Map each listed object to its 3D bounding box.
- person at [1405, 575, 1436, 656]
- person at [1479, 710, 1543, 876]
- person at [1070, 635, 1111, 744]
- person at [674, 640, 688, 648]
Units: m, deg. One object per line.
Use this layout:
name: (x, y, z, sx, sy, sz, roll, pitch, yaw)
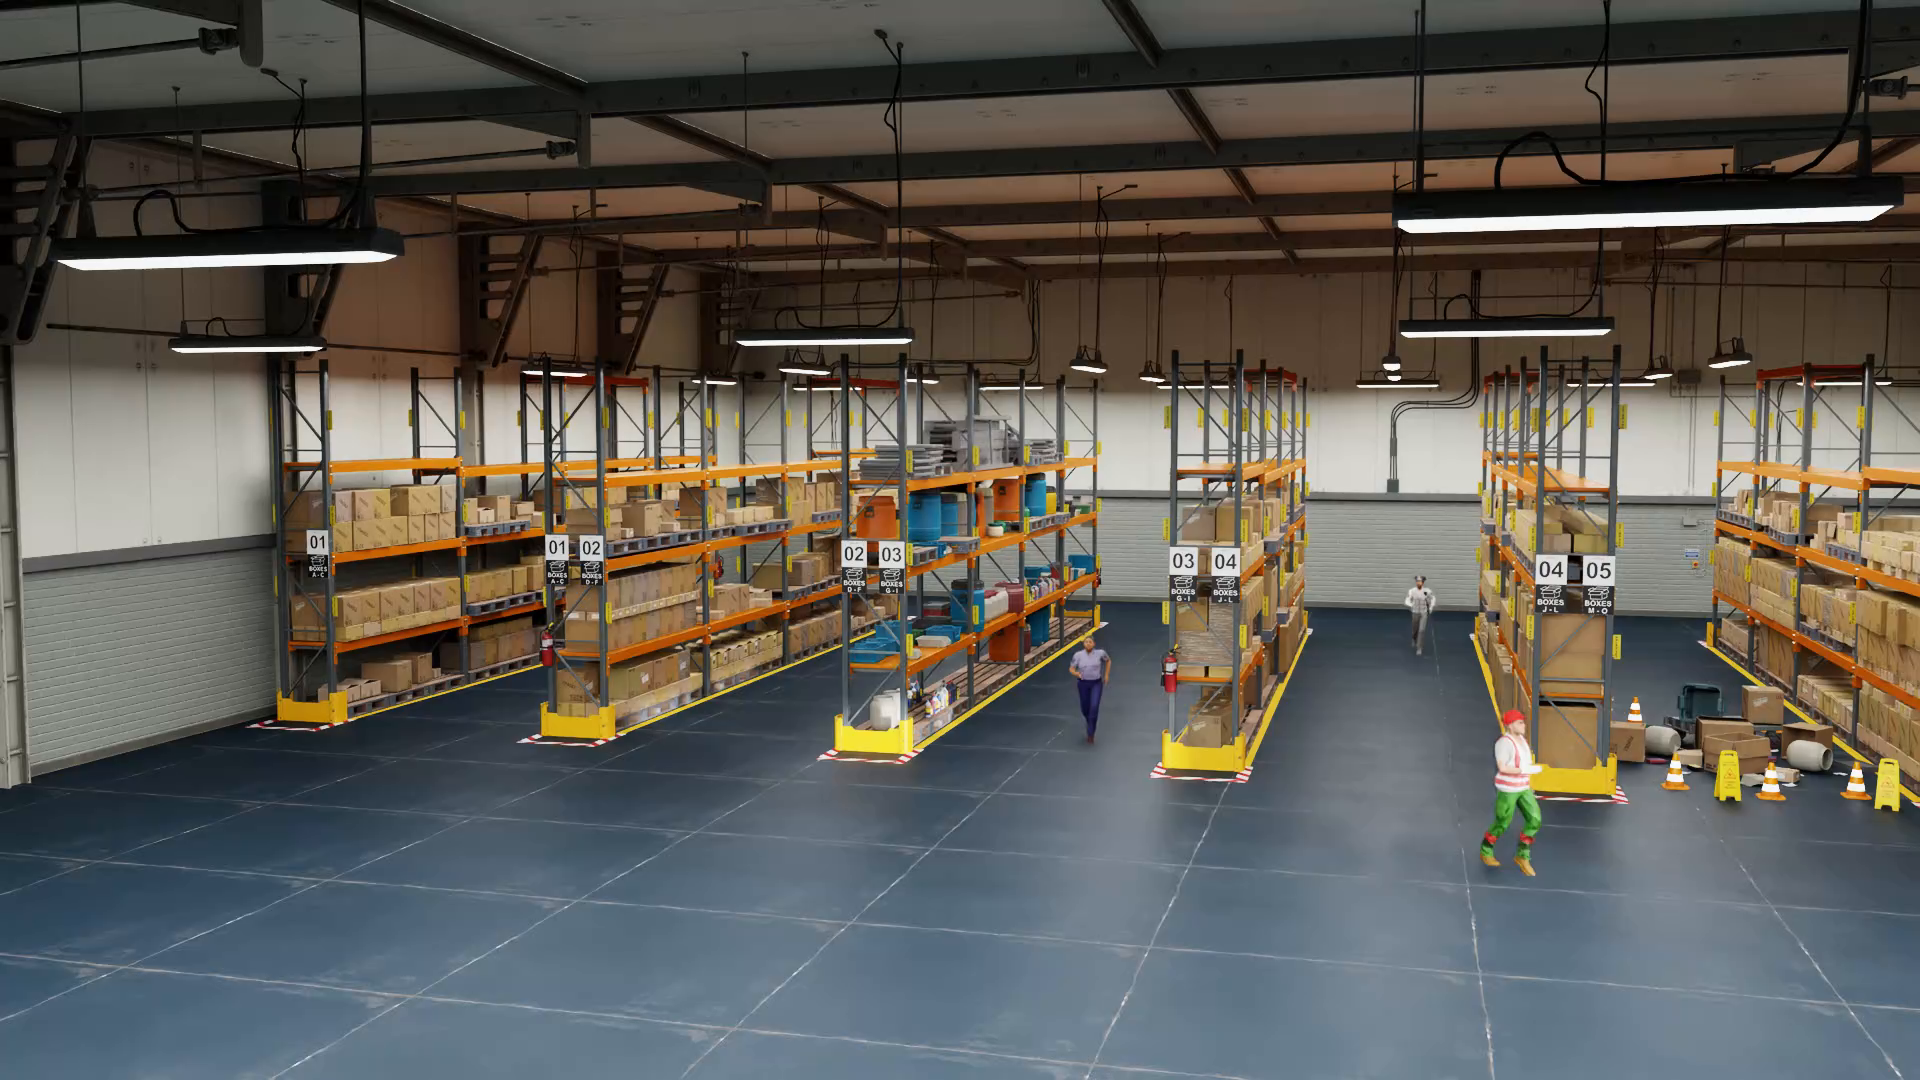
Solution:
person: (9.901, 1.593, 35.762, 0.624, 1.707, 0.914, 2, 4, 20)
person: (6.104, 2.791, 18.351, 0.665, 1.851, 0.776, -3, 5, -37)
person: (2.045, 2.330, 26.113, 0.636, 1.693, 0.894, 1, 4, 8)
person: (-5.604, 1.786, 33.737, 0.582, 1.618, 0.578, 1, 4, 10)
